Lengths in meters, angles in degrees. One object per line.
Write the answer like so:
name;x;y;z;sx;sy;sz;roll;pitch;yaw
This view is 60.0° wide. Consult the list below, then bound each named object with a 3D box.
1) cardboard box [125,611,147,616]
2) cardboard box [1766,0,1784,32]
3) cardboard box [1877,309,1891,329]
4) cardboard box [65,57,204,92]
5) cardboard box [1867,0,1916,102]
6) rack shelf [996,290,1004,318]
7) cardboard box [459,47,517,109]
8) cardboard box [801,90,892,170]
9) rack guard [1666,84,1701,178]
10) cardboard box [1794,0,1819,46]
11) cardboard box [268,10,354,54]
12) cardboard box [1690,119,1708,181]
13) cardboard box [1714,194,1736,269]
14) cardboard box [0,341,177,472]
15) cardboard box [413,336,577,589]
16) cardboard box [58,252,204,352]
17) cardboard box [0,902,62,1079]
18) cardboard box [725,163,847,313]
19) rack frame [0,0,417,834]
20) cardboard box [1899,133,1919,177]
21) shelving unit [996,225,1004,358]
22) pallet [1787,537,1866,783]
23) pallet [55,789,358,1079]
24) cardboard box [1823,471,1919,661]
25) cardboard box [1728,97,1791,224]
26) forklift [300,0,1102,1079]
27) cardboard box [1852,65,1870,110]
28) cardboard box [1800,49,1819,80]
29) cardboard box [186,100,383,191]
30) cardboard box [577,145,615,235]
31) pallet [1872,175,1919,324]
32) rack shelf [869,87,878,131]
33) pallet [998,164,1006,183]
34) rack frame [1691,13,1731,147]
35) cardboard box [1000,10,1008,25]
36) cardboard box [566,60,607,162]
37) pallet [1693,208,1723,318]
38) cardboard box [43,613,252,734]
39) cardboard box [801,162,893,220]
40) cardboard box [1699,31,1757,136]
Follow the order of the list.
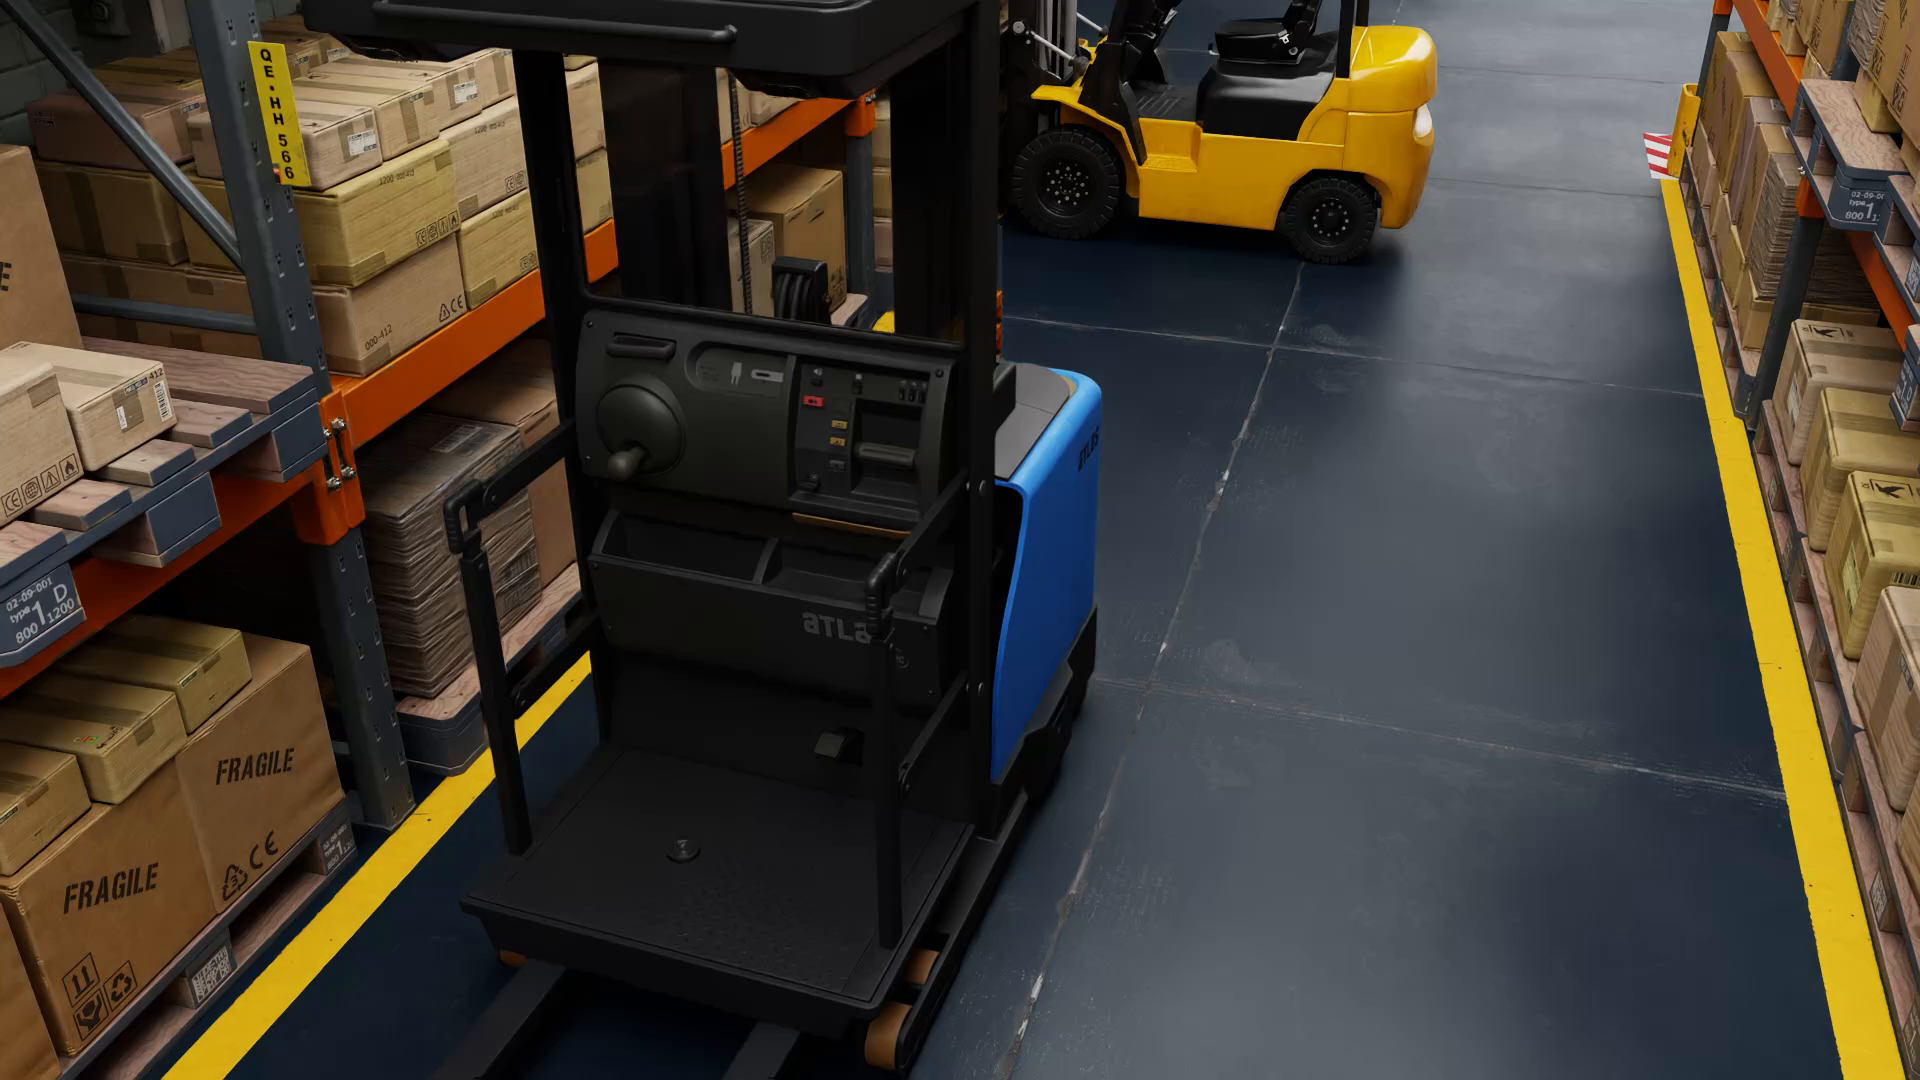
cardboard box;-2.470;0.493;4.418;0.500;0.500;0.500;10;31;17
cardboard box;4.085;-2.519;7.952;0.380;0.149;0.250;9;30;15
cardboard box;4.273;-0.942;7.254;0.500;0.250;0.500;7;30;13
cardboard box;-2.206;-1.217;4.581;0.380;0.149;0.250;9;30;16
cardboard box;3.284;-1.672;5.328;0.500;0.500;0.500;9;30;15
rack shelf;0.004;-0.807;5.817;0.258;0.103;0.180;8;30;15
cardboard box;-1.510;-1.376;4.867;0.380;0.149;0.250;9;30;15
cardboard box;-0.462;-2.030;8.181;0.500;0.250;0.500;8;30;14
rack guard;4.994;-2.455;10.150;1.175;0.500;0.348;8;30;15
cardboard box;3.879;-2.380;7.034;0.500;0.500;0.500;10;30;17
cardboard box;-1.915;-1.563;5.203;0.380;0.149;0.250;8;30;15
cardboard box;4.515;-2.230;9.569;0.500;0.250;0.500;8;30;14
cardboard box;4.059;-1.504;8.264;0.500;0.250;0.500;9;30;16
cardboard box;-1.904;-0.286;3.504;0.380;0.149;0.250;9;30;16
cardboard box;-1.698;-0.310;5.733;0.875;0.625;0.625;9;30;17
cardboard box;-2.191;-0.752;4.670;0.500;0.250;0.500;8;30;14
cardboard box;-2.305;1.039;3.436;0.500;0.500;0.500;10;31;17
cardboard box;-1.047;-1.332;7.570;0.875;0.625;0.625;10;31;17
rack frame;-2.078;-0.572;4.192;1.000;3.000;0.127;8;30;15
cardboard box;3.170;-1.215;5.175;0.380;0.149;0.250;9;30;16
shelving unit;0.004;-0.531;5.970;0.258;1.200;0.189;8;30;15
pallet;3.259;0.425;5.269;1.003;0.211;1.213;8;30;15
pallet;-2.333;0.988;4.256;1.003;0.211;1.213;8;30;15
cardboard box;3.280;0.143;5.179;0.950;0.372;0.625;10;30;17
cardboard box;4.055;-1.821;8.063;0.500;0.500;0.500;10;31;18
forklift;-0.538;-0.240;3.667;1.130;2.935;3.031;10;31;17
cardboard box;3.378;-1.586;5.842;0.380;0.149;0.250;9;30;16
cardboard box;3.712;-1.924;6.882;0.380;0.149;0.250;9;30;16
cardboard box;-1.703;-1.005;4.201;0.380;0.149;0.250;9;30;16
cardboard box;-1.417;-1.151;5.388;0.500;0.250;0.500;8;30;13
pallet;3.210;-0.707;4.633;1.003;0.211;1.213;8;30;15
rack shelf;-0.317;-3.046;9.380;1.077;0.370;4.000;8;30;15
pallet;-0.274;-2.145;9.888;1.003;0.211;1.213;8;30;15
rack frame;5.016;-3.583;9.605;1.000;3.000;0.127;8;30;15
cardboard box;0.150;-2.976;9.882;0.500;0.250;0.500;9;30;16
cardboard box;-1.395;-1.369;5.266;0.500;0.250;0.500;8;30;14
pallet;4.362;-1.392;8.534;1.003;0.211;1.213;8;30;15
cardboard box;-1.981;0.319;4.063;0.380;0.149;0.250;7;30;12
cardboard box;-0.467;-1.812;8.304;0.500;0.250;0.500;8;30;15
cardboard box;4.509;-2.546;9.367;0.500;0.500;0.500;7;30;13
